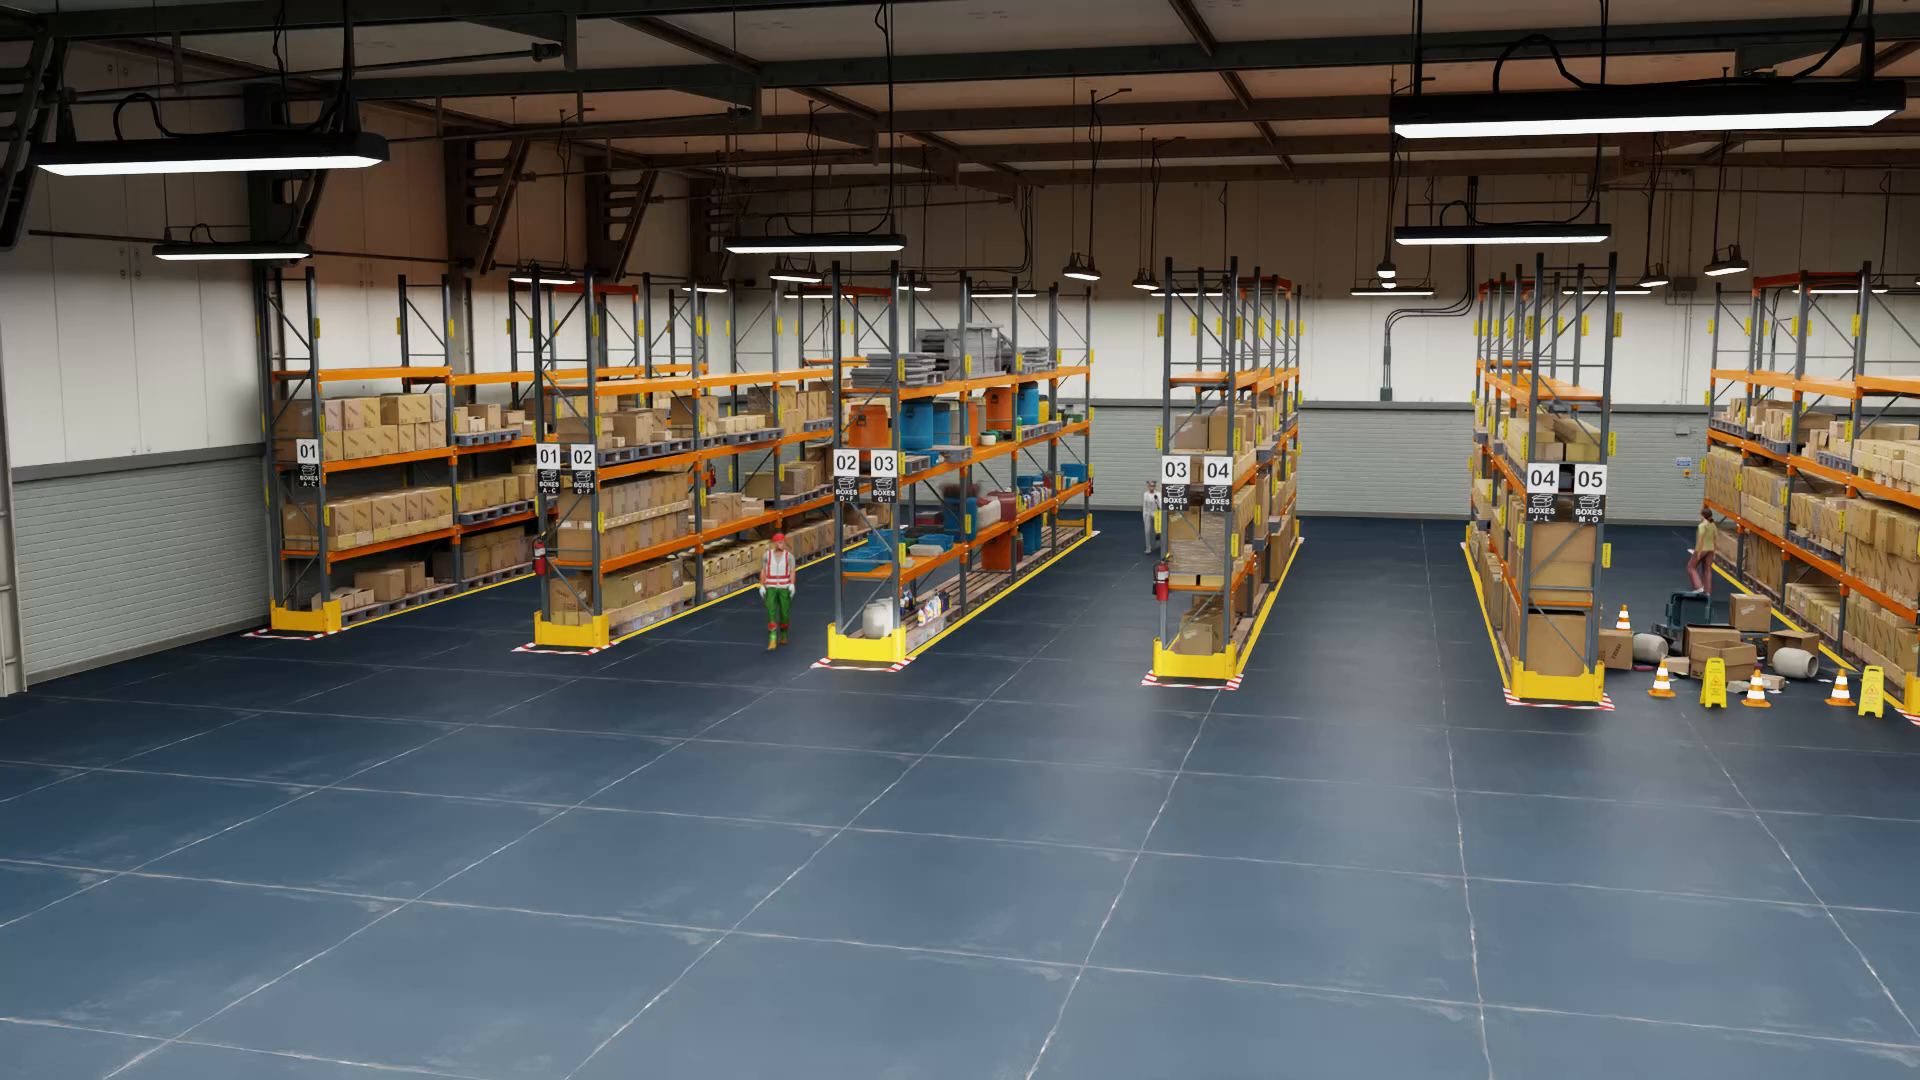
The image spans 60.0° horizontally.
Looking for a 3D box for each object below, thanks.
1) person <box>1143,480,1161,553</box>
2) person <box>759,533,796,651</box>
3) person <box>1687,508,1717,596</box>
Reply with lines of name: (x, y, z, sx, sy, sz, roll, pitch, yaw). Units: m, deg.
person: (4.343, -0.547, 37.287, 0.486, 1.627, 0.831, 2, 7, 12)
person: (-2.870, 0.809, 26.274, 0.569, 1.813, 0.694, -1, 7, -10)
person: (13.915, 0.238, 31.078, 0.476, 1.672, 0.431, -2, 8, -18)
